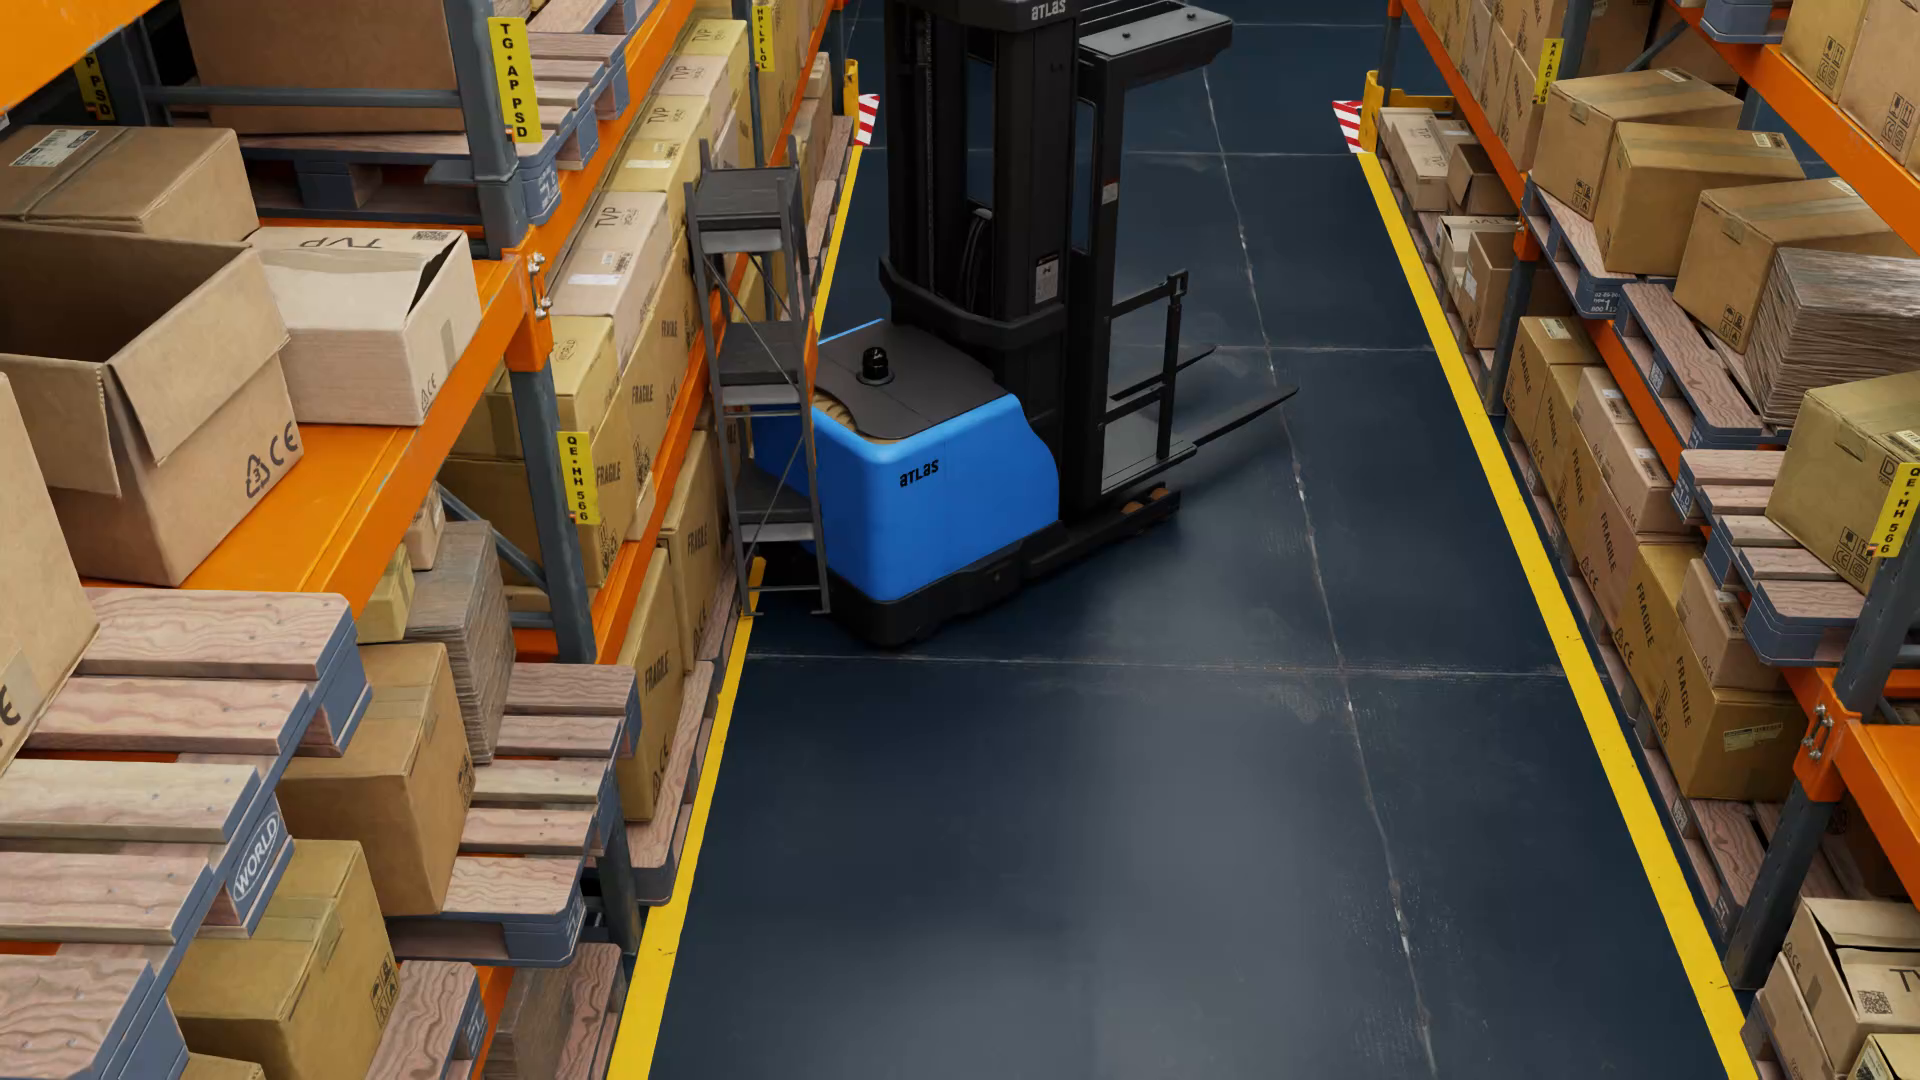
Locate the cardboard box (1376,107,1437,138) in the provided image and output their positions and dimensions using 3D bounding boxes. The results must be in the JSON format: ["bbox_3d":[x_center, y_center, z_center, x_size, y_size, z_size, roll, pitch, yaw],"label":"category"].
[{"bbox_3d":[3.230,-3.013,12.025,0.380,0.149,0.250,1,35,2],"label":"cardboard box"}]

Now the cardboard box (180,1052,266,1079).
[{"bbox_3d":[-1.763,1.338,3.268,0.700,0.500,0.500,6,36,8],"label":"cardboard box"}]

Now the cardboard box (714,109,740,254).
[{"bbox_3d":[-1.298,-1.653,7.630,0.500,0.500,0.500,2,35,2],"label":"cardboard box"}]

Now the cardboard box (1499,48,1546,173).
[{"bbox_3d":[3.193,-2.268,8.781,0.500,0.500,0.500,2,35,3],"label":"cardboard box"}]

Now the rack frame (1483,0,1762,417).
[{"bbox_3d":[3.429,-1.934,8.393,1.000,3.000,0.127,1,35,2],"label":"rack frame"}]

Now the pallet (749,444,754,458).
[{"bbox_3d":[-1.476,-0.460,8.721,1.003,0.211,1.213,1,35,2],"label":"pallet"}]

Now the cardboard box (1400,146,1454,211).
[{"bbox_3d":[3.244,-2.407,11.074,0.500,0.250,0.500,1,35,2],"label":"cardboard box"}]

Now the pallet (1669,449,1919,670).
[{"bbox_3d":[3.226,0.052,5.735,1.213,0.211,1.003,1,35,2],"label":"pallet"}]

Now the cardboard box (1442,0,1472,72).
[{"bbox_3d":[3.248,-3.152,10.039,0.500,0.500,0.500,2,35,3],"label":"cardboard box"}]

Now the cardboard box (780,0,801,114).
[{"bbox_3d":[-1.448,-2.899,9.506,0.980,0.700,0.700,0,35,1],"label":"cardboard box"}]

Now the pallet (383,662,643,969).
[{"bbox_3d":[-1.604,0.742,4.752,1.213,0.211,1.003,1,35,2],"label":"pallet"}]

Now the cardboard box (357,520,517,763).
[{"bbox_3d":[-1.690,0.301,4.743,0.700,0.500,0.500,-3,35,-4],"label":"cardboard box"}]

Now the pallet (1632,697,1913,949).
[{"bbox_3d":[3.336,1.077,6.534,1.003,0.211,1.213,1,35,2],"label":"pallet"}]

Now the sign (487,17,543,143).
[{"bbox_3d":[-1.139,-1.173,4.252,0.100,0.325,0.005,1,35,2],"label":"sign"}]

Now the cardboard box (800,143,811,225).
[{"bbox_3d":[-1.342,-2.206,10.589,0.700,0.500,0.500,2,35,3],"label":"cardboard box"}]

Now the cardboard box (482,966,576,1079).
[{"bbox_3d":[-1.658,1.510,5.285,0.700,0.500,0.500,2,35,3],"label":"cardboard box"}]

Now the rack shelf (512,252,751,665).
[{"bbox_3d":[-1.601,-0.603,7.125,1.077,0.370,4.000,1,35,2],"label":"rack shelf"}]

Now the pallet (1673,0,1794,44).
[{"bbox_3d":[3.294,-2.115,6.206,1.213,0.211,1.003,1,35,2],"label":"pallet"}]

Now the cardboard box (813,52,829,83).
[{"bbox_3d":[-1.111,-3.276,11.548,0.380,0.149,0.250,1,35,1],"label":"cardboard box"}]

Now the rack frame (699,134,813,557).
[{"bbox_3d":[-0.841,-0.803,7.499,0.400,2.100,0.015,-2,34,1],"label":"rack frame"}]

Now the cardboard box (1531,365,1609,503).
[{"bbox_3d":[3.156,-0.512,8.161,0.500,0.500,0.500,2,35,3],"label":"cardboard box"}]

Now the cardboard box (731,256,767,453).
[{"bbox_3d":[-1.417,-0.962,8.514,0.750,0.750,0.750,2,35,2],"label":"cardboard box"}]

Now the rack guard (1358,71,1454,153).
[{"bbox_3d":[3.587,-3.166,12.320,1.175,0.500,0.348,1,35,2],"label":"rack guard"}]

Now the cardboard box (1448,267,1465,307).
[{"bbox_3d":[3.124,-1.498,9.870,0.380,0.149,0.250,1,35,2],"label":"cardboard box"}]

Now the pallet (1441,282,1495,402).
[{"bbox_3d":[3.458,-1.187,9.756,1.003,0.211,1.213,1,35,2],"label":"pallet"}]

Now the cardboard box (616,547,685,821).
[{"bbox_3d":[-1.521,0.540,6.377,0.750,0.750,0.750,1,35,1],"label":"cardboard box"}]

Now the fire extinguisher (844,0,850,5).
[{"bbox_3d":[-0.893,-4.236,12.060,0.296,0.674,0.183,1,35,2],"label":"fire extinguisher"}]

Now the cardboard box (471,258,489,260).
[{"bbox_3d":[-1.898,-0.790,5.750,0.500,0.250,0.500,0,35,0],"label":"cardboard box"}]

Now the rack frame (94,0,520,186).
[{"bbox_3d":[-1.681,-2.202,3.558,1.000,3.000,0.127,1,35,2],"label":"rack frame"}]

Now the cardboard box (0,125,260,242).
[{"bbox_3d":[-1.940,-0.616,3.805,0.500,0.500,0.500,1,35,2],"label":"cardboard box"}]

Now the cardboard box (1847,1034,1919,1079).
[{"bbox_3d":[2.941,1.684,4.783,0.500,0.311,0.500,1,35,1],"label":"cardboard box"}]

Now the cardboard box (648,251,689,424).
[{"bbox_3d":[-1.355,-0.778,6.385,0.500,0.500,0.500,1,35,2],"label":"cardboard box"}]

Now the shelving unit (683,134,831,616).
[{"bbox_3d":[-0.841,-0.668,7.296,0.431,2.100,0.503,-2,34,1],"label":"shelving unit"}]

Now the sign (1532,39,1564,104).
[{"bbox_3d":[2.887,-2.296,8.156,0.100,0.325,0.005,1,35,2],"label":"sign"}]

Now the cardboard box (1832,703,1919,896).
[{"bbox_3d":[3.572,0.952,6.078,0.500,0.500,0.500,3,35,4],"label":"cardboard box"}]

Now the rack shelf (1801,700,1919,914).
[{"bbox_3d":[3.188,1.808,3.695,1.077,0.370,4.000,1,35,2],"label":"rack shelf"}]

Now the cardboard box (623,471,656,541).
[{"bbox_3d":[-1.323,-0.132,6.031,0.380,0.149,0.250,2,35,3],"label":"cardboard box"}]

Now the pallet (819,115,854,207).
[{"bbox_3d":[-1.314,-2.742,11.968,1.003,0.211,1.213,1,35,2],"label":"pallet"}]

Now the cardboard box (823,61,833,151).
[{"bbox_3d":[-1.288,-3.089,11.845,0.700,0.500,0.500,1,35,2],"label":"cardboard box"}]

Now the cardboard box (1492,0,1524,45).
[{"bbox_3d":[3.209,-2.975,8.917,0.500,0.500,0.500,1,35,1],"label":"cardboard box"}]

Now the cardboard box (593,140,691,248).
[{"bbox_3d":[-1.354,-1.370,6.576,0.500,0.250,0.500,1,35,1],"label":"cardboard box"}]

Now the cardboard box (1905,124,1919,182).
[{"bbox_3d":[3.252,-1.155,4.589,0.910,0.500,0.500,1,35,2],"label":"cardboard box"}]

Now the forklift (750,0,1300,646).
[{"bbox_3d":[0.478,-1.432,7.738,3.031,2.935,1.130,-26,43,-32],"label":"forklift"}]

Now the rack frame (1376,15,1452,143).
[{"bbox_3d":[3.590,-4.232,11.663,1.000,3.000,0.127,1,35,2],"label":"rack frame"}]

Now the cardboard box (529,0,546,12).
[{"bbox_3d":[-1.715,-2.099,5.550,0.700,0.500,0.500,3,35,4],"label":"cardboard box"}]

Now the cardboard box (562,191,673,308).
[{"bbox_3d":[-1.369,-1.077,6.158,0.500,0.250,0.500,2,35,2],"label":"cardboard box"}]

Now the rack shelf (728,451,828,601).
[{"bbox_3d":[-0.811,-0.074,7.690,0.431,0.518,0.480,-2,34,1],"label":"rack shelf"}]

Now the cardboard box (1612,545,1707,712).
[{"bbox_3d":[3.093,0.367,6.911,0.500,0.500,0.500,0,35,0],"label":"cardboard box"}]

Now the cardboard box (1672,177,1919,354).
[{"bbox_3d":[3.420,-1.130,6.797,0.700,0.500,0.500,-7,36,-10],"label":"cardboard box"}]

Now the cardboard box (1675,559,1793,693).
[{"bbox_3d":[3.070,0.325,6.318,0.500,0.250,0.500,3,35,4],"label":"cardboard box"}]

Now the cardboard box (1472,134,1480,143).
[{"bbox_3d":[3.708,-2.704,11.570,0.380,0.166,0.250,1,35,2],"label":"cardboard box"}]
